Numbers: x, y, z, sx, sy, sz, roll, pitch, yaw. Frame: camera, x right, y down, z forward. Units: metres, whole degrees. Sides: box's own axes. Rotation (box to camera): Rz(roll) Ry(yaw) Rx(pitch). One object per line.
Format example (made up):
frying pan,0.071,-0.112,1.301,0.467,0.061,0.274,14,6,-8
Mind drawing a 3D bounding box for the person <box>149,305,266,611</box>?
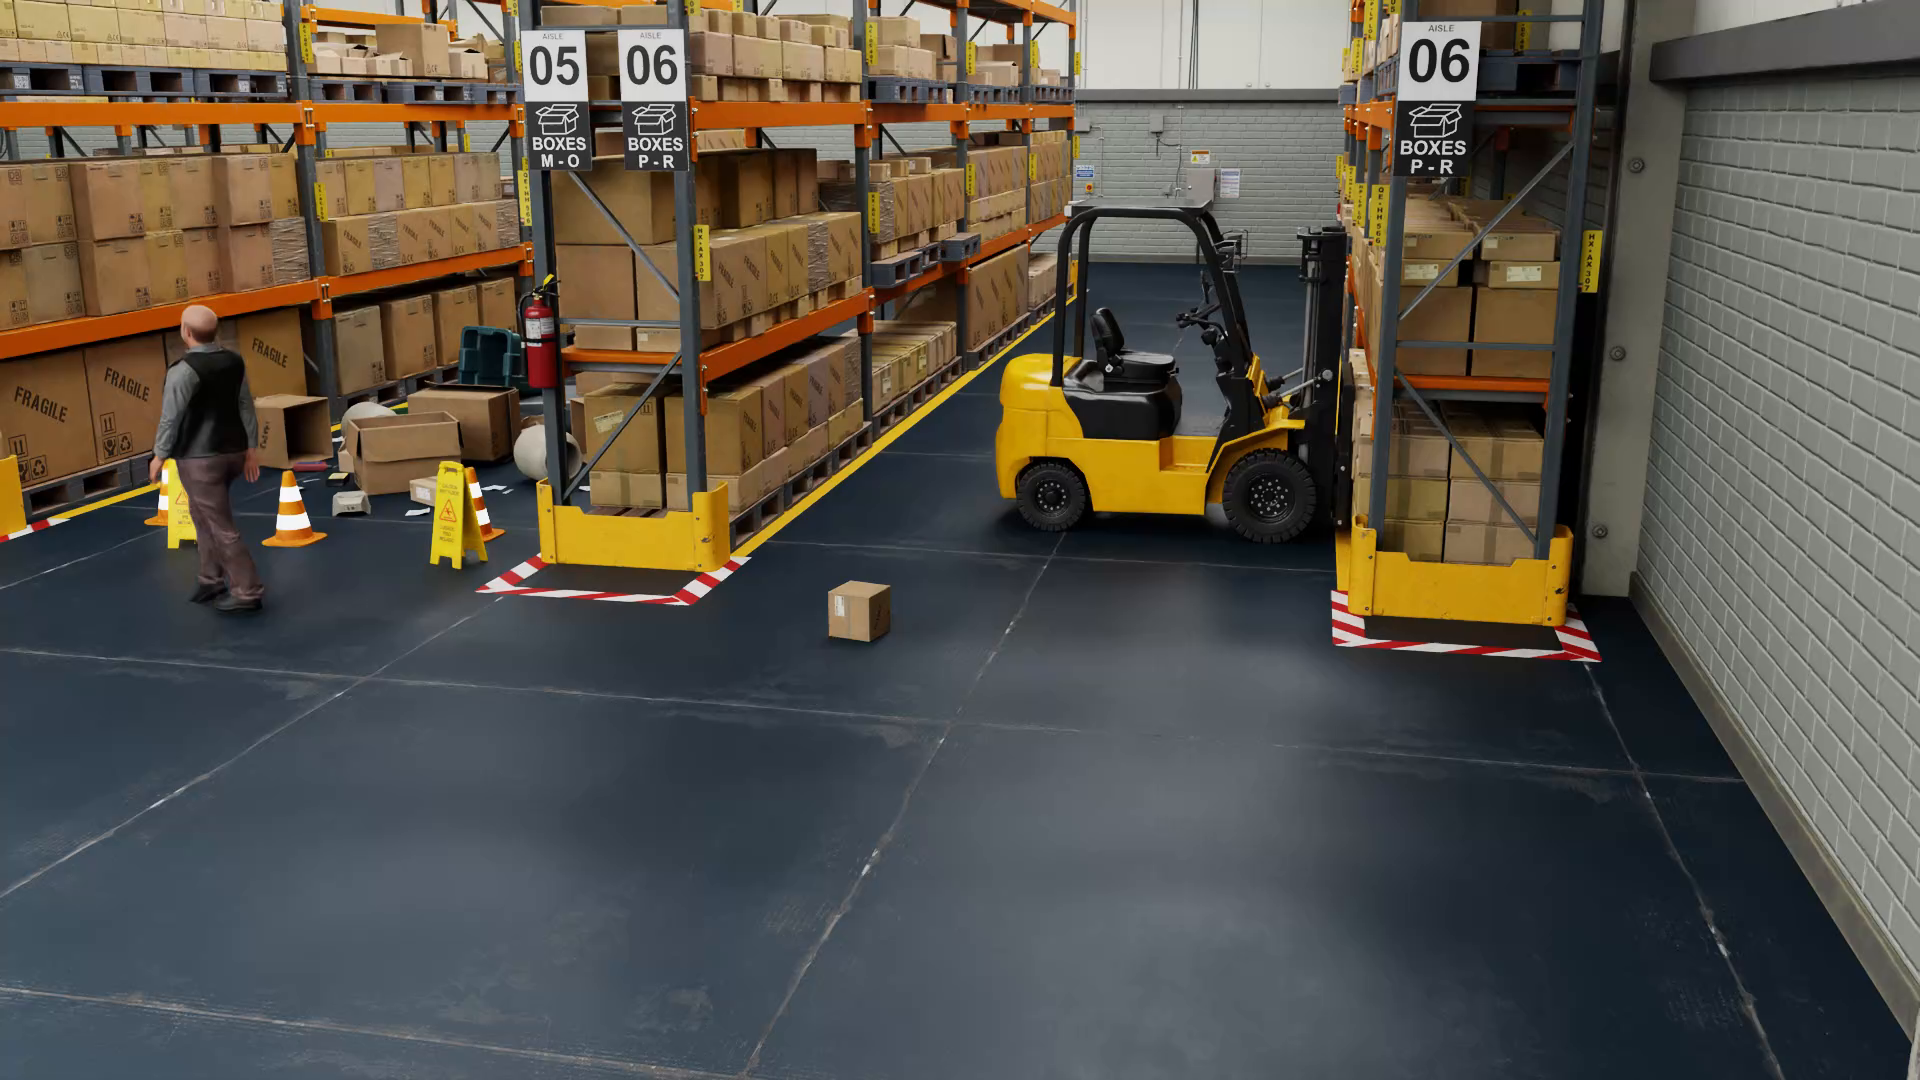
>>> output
person,-4.207,-0.413,9.223,0.646,1.781,0.538,4,15,15
